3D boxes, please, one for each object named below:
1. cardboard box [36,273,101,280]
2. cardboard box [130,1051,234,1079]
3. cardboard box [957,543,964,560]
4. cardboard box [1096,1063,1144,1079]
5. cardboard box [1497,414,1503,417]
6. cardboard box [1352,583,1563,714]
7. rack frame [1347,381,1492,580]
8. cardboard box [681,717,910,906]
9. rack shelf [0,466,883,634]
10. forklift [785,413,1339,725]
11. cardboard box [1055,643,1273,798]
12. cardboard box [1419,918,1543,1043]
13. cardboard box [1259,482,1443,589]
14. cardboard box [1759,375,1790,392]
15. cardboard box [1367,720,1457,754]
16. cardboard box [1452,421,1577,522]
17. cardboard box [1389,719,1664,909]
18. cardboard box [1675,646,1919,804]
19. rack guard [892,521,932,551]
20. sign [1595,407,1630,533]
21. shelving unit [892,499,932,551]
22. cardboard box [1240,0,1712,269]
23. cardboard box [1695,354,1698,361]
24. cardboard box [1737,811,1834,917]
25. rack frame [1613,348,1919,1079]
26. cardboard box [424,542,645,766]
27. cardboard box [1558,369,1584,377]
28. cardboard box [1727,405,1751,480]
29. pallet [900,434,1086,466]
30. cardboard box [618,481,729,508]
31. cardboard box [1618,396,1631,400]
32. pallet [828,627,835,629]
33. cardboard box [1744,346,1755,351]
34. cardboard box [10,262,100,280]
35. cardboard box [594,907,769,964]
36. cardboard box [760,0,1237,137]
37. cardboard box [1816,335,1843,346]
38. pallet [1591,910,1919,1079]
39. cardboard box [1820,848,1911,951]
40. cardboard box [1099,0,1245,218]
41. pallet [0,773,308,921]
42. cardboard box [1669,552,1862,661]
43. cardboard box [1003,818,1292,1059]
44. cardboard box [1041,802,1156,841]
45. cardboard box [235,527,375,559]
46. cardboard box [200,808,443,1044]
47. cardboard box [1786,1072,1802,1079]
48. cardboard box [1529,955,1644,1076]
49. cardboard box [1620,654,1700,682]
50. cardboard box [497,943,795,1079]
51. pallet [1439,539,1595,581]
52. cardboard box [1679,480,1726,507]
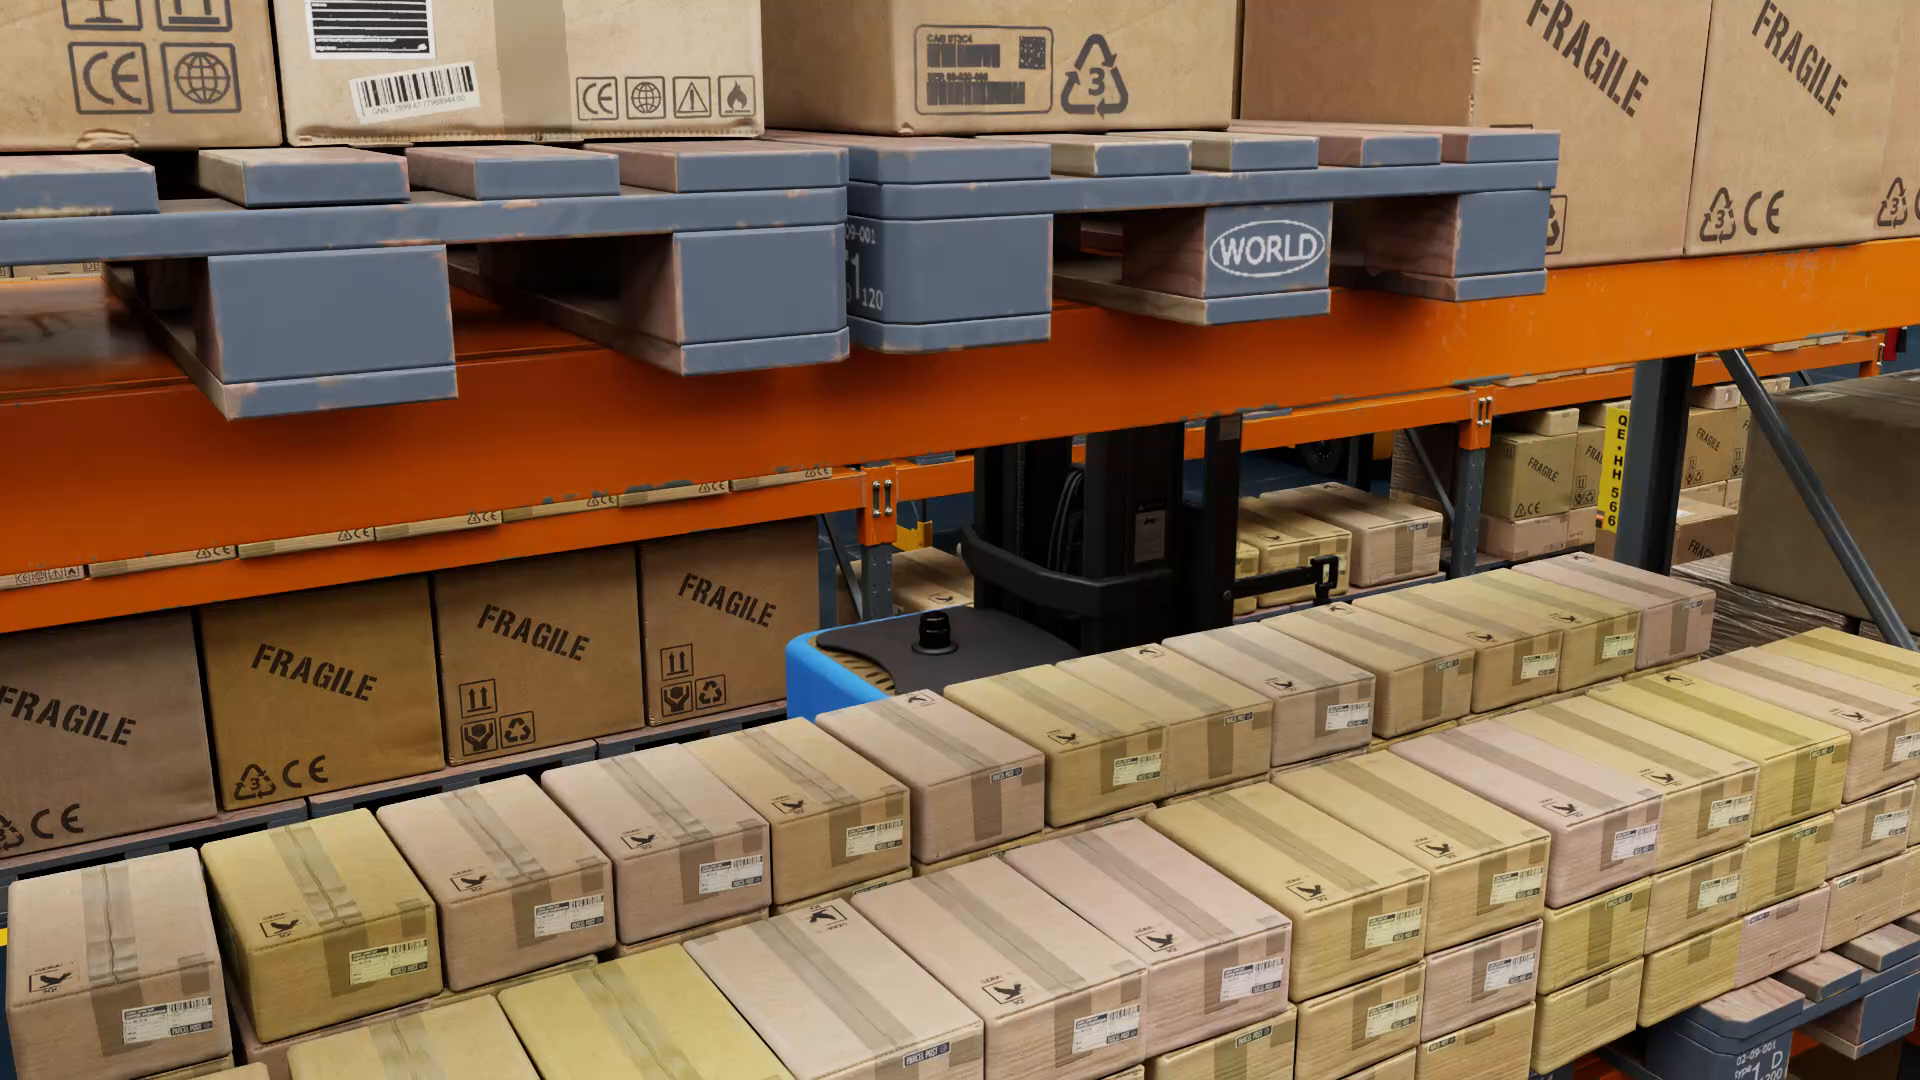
[{"bbox_3d":[-3.363,-0.792,6.641,0.500,0.500,0.500,-9,18,-29],"label":"cardboard box"},{"bbox_3d":[-1.181,0.737,2.360,0.250,0.149,0.380,-9,18,-28],"label":"cardboard box"},{"bbox_3d":[0.491,0.258,9.024,0.625,0.372,0.950,-10,18,-31],"label":"cardboard box"},{"bbox_3d":[0.049,0.743,2.339,0.250,0.149,0.380,-8,18,-27],"label":"cardboard box"},{"bbox_3d":[3.606,-0.636,11.047,0.500,0.500,0.500,-9,18,-29],"label":"cardboard box"},{"bbox_3d":[1.071,0.229,3.620,0.250,0.149,0.380,-9,18,-30],"label":"cardboard box"},{"bbox_3d":[2.801,-1.181,10.065,0.127,3.000,1.000,-9,18,-30],"label":"rack frame"},{"bbox_3d":[-0.287,0.451,2.830,0.250,0.149,0.380,-10,18,-32],"label":"cardboard box"},{"bbox_3d":[-2.342,0.000,7.187,4.000,0.370,1.077,-9,18,-30],"label":"rack shelf"},{"bbox_3d":[0.867,-0.116,6.395,3.031,2.935,1.130,-9,18,-30],"label":"forklift"},{"bbox_3d":[0.387,0.341,3.221,0.250,0.149,0.380,-9,18,-28],"label":"cardboard box"},{"bbox_3d":[0.715,0.636,2.721,0.250,0.149,0.380,-9,18,-28],"label":"cardboard box"},{"bbox_3d":[2.353,-0.044,10.101,0.625,0.372,0.950,-9,18,-29],"label":"cardboard box"},{"bbox_3d":[5.398,-1.050,11.325,0.250,0.149,0.380,-9,18,-28],"label":"cardboard box"},{"bbox_3d":[0.816,0.414,3.513,0.250,0.149,0.380,-9,18,-29],"label":"cardboard box"},{"bbox_3d":[3.446,-0.440,10.348,0.500,0.500,0.500,-8,18,-27],"label":"cardboard box"},{"bbox_3d":[0.947,0.454,2.819,0.250,0.149,0.380,-9,18,-30],"label":"cardboard box"},{"bbox_3d":[1.608,0.347,3.199,0.250,0.149,0.380,-9,18,-30],"label":"cardboard box"},{"bbox_3d":[-0.362,-0.062,11.167,0.087,0.250,0.587,-9,18,-30],"label":"rack guard"},{"bbox_3d":[1.720,-0.179,4.346,0.005,0.325,0.100,-9,18,-30],"label":"sign"},{"bbox_3d":[0.065,-0.733,11.245,1.083,1.500,0.587,-9,18,-30],"label":"shelving unit"},{"bbox_3d":[0.797,-0.707,2.632,0.500,0.500,0.500,-9,18,-30],"label":"cardboard box"},{"bbox_3d":[4.540,-1.247,10.765,0.250,0.149,0.380,-9,18,-30],"label":"cardboard box"},{"bbox_3d":[1.368,0.531,3.096,0.250,0.149,0.380,-9,18,-28],"label":"cardboard box"},{"bbox_3d":[2.009,0.506,4.046,0.127,3.000,1.000,-9,18,-30],"label":"rack frame"},{"bbox_3d":[-2.029,0.396,7.599,0.875,0.875,0.875,-9,18,-29],"label":"cardboard box"},{"bbox_3d":[3.639,-1.121,10.316,0.250,0.149,0.380,-9,18,-30],"label":"cardboard box"},{"bbox_3d":[5.232,-0.731,11.388,0.500,0.500,0.500,-8,18,-28],"label":"cardboard box"},{"bbox_3d":[-0.071,-0.656,8.549,1.003,0.211,1.213,-9,18,-30],"label":"pallet"},{"bbox_3d":[-1.357,-0.348,7.371,0.500,0.250,0.500,-9,18,-29],"label":"cardboard box"},{"bbox_3d":[4.253,-0.866,10.665,0.250,0.149,0.380,-8,18,-27],"label":"cardboard box"},{"bbox_3d":[0.043,0.609,8.844,1.213,0.211,1.003,-9,18,-30],"label":"pallet"},{"bbox_3d":[5.132,-1.377,11.230,0.250,0.149,0.380,-9,18,-29],"label":"cardboard box"},{"bbox_3d":[-5.642,-1.555,10.435,0.500,0.500,0.700,-9,18,-29],"label":"cardboard box"},{"bbox_3d":[-0.509,0.627,2.752,0.250,0.149,0.380,-10,18,-32],"label":"cardboard box"},{"bbox_3d":[-0.028,-0.818,2.245,0.637,0.503,0.797,-9,18,-30],"label":"cardboard box"},{"bbox_3d":[5.860,-1.454,11.504,0.250,0.149,0.380,-9,18,-30],"label":"cardboard box"},{"bbox_3d":[1.453,0.722,3.631,1.003,0.211,1.213,-9,18,-30],"label":"pallet"},{"bbox_3d":[1.609,0.634,3.278,0.250,0.149,0.380,-9,18,-30],"label":"cardboard box"},{"bbox_3d":[0.531,-0.826,3.058,0.500,0.500,0.500,-9,18,-30],"label":"cardboard box"},{"bbox_3d":[-3.433,1.149,6.919,1.213,0.211,1.003,-9,18,-30],"label":"pallet"},{"bbox_3d":[2.256,0.333,4.478,0.500,0.500,0.500,-9,18,-30],"label":"cardboard box"},{"bbox_3d":[0.262,0.566,2.417,0.250,0.149,0.380,-8,18,-28],"label":"cardboard box"},{"bbox_3d":[0.158,0.520,3.132,0.250,0.149,0.380,-8,18,-28],"label":"cardboard box"},{"bbox_3d":[-2.653,-0.137,6.618,0.500,0.250,0.500,-9,18,-30],"label":"cardboard box"},{"bbox_3d":[-0.947,0.556,2.454,0.250,0.149,0.380,-10,18,-31],"label":"cardboard box"},{"bbox_3d":[1.557,1.302,3.670,0.500,0.250,0.500,-10,18,-31],"label":"cardboard box"},{"bbox_3d":[0.943,0.742,2.895,0.250,0.149,0.380,-10,19,-32],"label":"cardboard box"},{"bbox_3d":[1.491,0.303,3.909,0.250,0.149,0.380,-8,18,-27],"label":"cardboard box"},{"bbox_3d":[-0.389,0.671,2.044,0.250,0.149,0.380,-9,18,-29],"label":"cardboard box"},{"bbox_3d":[3.359,0.060,10.804,1.213,0.211,1.003,-9,18,-30],"label":"pallet"},{"bbox_3d":[4.782,-0.296,11.226,0.500,0.250,0.500,-10,18,-32],"label":"cardboard box"}]
